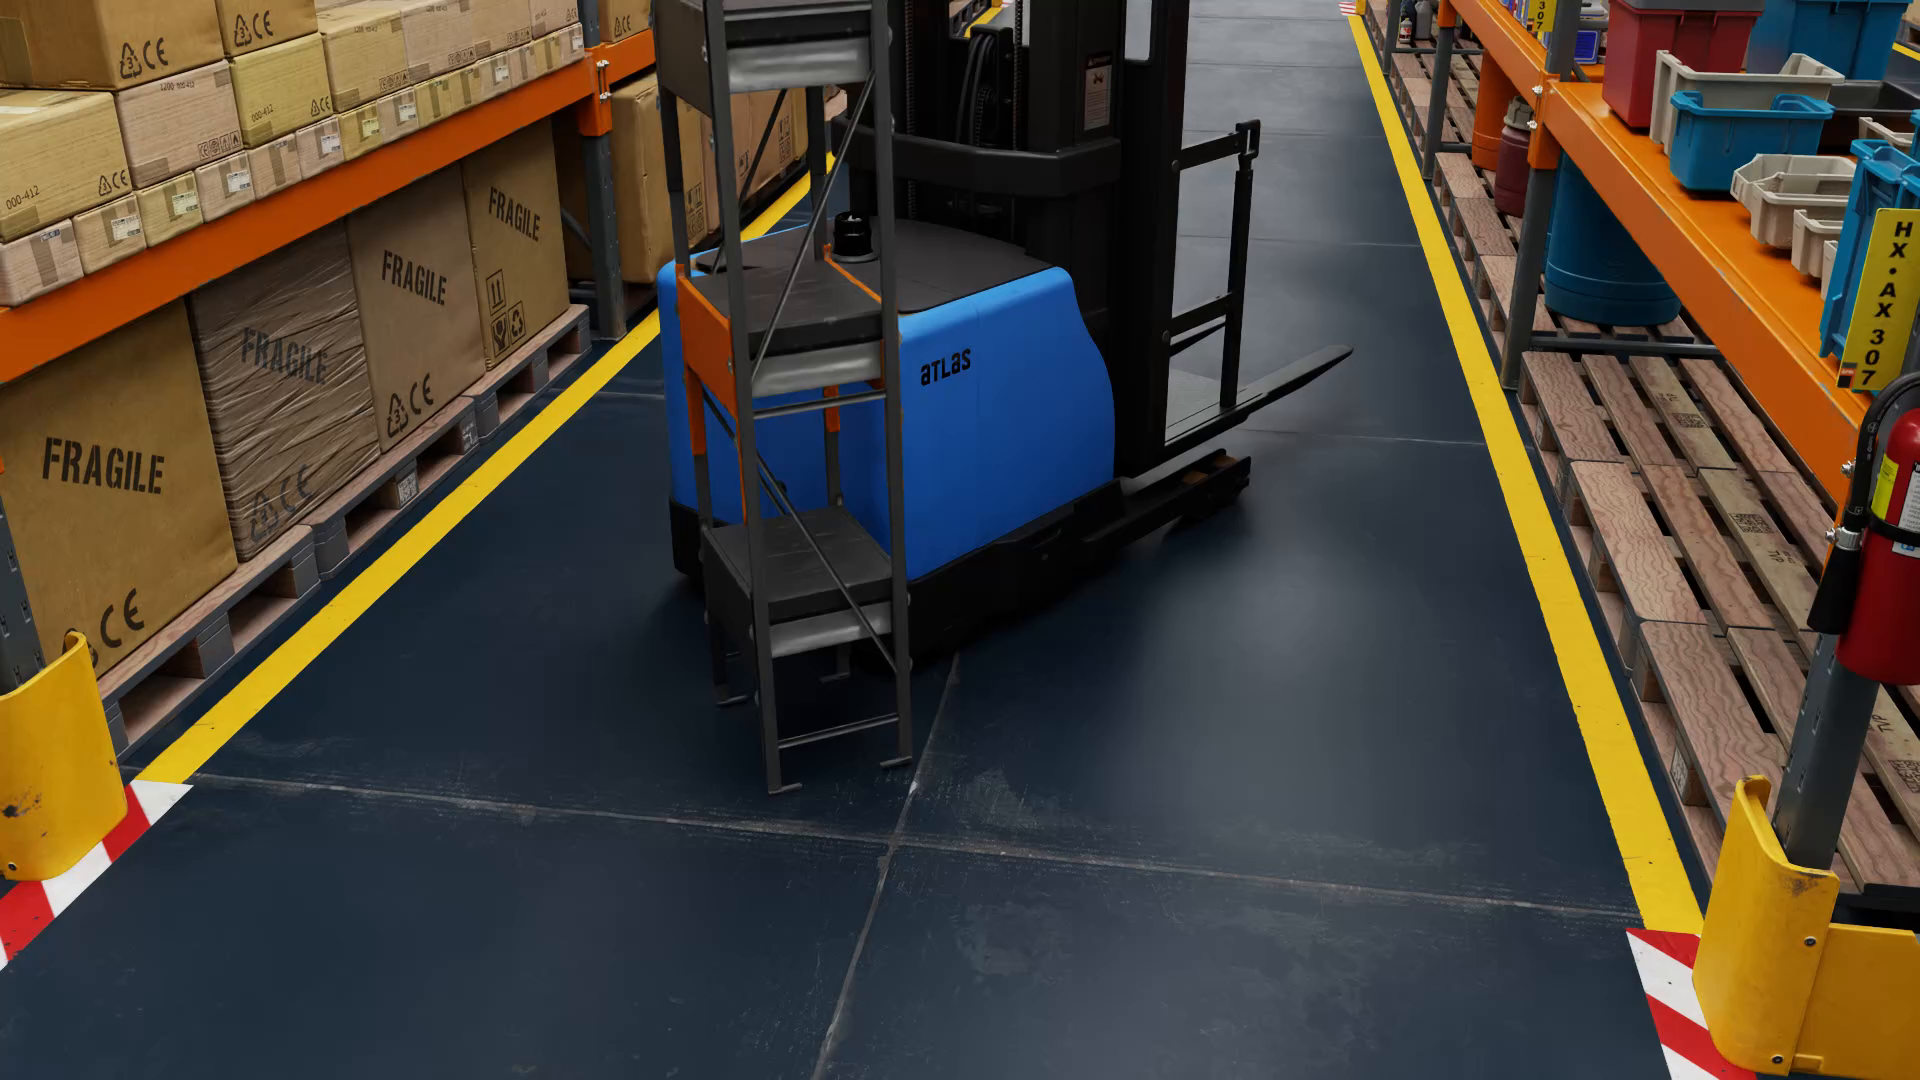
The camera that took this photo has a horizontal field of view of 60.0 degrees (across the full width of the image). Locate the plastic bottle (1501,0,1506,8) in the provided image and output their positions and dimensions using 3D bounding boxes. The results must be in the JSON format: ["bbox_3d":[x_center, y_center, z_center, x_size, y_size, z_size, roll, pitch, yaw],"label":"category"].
[{"bbox_3d":[2.859,-2.863,8.475,0.152,0.276,0.135,4,25,9],"label":"plastic bottle"}]

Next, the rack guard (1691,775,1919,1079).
[{"bbox_3d":[2.177,0.831,3.385,1.175,0.500,0.348,4,25,9],"label":"rack guard"}]

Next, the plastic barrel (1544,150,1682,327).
[{"bbox_3d":[2.927,-1.451,7.292,0.600,0.901,0.708,4,25,9],"label":"plastic barrel"}]

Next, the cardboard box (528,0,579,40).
[{"bbox_3d":[-1.878,-2.192,6.721,0.500,0.250,0.500,4,25,8],"label":"cardboard box"}]

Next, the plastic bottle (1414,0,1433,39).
[{"bbox_3d":[4.092,-4.610,14.666,0.144,0.351,0.185,4,25,9],"label":"plastic bottle"}]

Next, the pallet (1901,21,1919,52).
[{"bbox_3d":[9.383,-4.565,15.253,1.003,0.211,1.213,4,25,9],"label":"pallet"}]

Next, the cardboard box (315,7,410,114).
[{"bbox_3d":[-2.130,-1.550,5.350,0.500,0.250,0.500,4,25,7],"label":"cardboard box"}]

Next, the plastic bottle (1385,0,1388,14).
[{"bbox_3d":[4.179,-5.231,16.086,0.097,0.271,0.097,0,25,0],"label":"plastic bottle"}]

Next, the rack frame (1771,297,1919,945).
[{"bbox_3d":[2.168,-0.312,2.878,1.000,3.000,0.127,4,25,9],"label":"rack frame"}]

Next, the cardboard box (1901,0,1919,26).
[{"bbox_3d":[9.201,-4.977,15.592,0.500,0.250,0.500,4,25,9],"label":"cardboard box"}]

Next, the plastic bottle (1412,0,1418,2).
[{"bbox_3d":[4.170,-4.865,15.291,0.061,0.283,0.133,4,25,9],"label":"plastic bottle"}]

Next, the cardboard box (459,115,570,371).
[{"bbox_3d":[-2.252,-1.286,6.969,0.875,0.875,0.875,4,25,9],"label":"cardboard box"}]

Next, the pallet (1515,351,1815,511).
[{"bbox_3d":[2.740,-0.412,6.381,1.003,0.211,1.213,4,25,9],"label":"pallet"}]

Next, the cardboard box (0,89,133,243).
[{"bbox_3d":[-2.374,-0.904,3.969,0.500,0.250,0.500,3,25,7],"label":"cardboard box"}]

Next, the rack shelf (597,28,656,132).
[{"bbox_3d":[-1.738,-2.839,9.125,1.077,0.370,4.000,4,25,9],"label":"rack shelf"}]

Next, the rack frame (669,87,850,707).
[{"bbox_3d":[-0.524,-0.510,4.345,0.400,2.100,0.015,-11,28,-21],"label":"rack frame"}]

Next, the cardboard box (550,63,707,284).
[{"bbox_3d":[-1.980,-1.825,8.122,1.225,0.875,0.875,4,25,9],"label":"cardboard box"}]

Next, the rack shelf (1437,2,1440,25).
[{"bbox_3d":[3.802,-4.169,11.966,1.077,0.370,4.000,4,25,9],"label":"rack shelf"}]

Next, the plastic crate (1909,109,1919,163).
[{"bbox_3d":[2.797,-1.020,4.518,0.416,0.233,0.300,4,25,9],"label":"plastic crate"}]

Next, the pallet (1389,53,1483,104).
[{"bbox_3d":[4.039,-3.737,13.484,1.003,0.211,1.213,4,25,9],"label":"pallet"}]

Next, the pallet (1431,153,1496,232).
[{"bbox_3d":[3.388,-2.062,9.907,1.003,0.211,1.213,4,25,9],"label":"pallet"}]

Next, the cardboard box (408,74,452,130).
[{"bbox_3d":[-2.001,-1.527,5.770,0.380,0.149,0.250,4,25,8],"label":"cardboard box"}]

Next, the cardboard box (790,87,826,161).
[{"bbox_3d":[-1.544,-2.942,10.508,1.225,0.875,0.875,3,25,6],"label":"cardboard box"}]

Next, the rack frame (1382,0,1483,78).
[{"bbox_3d":[4.129,-5.331,13.601,1.000,3.000,0.127,4,25,9],"label":"rack frame"}]

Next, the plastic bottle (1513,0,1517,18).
[{"bbox_3d":[2.761,-2.650,8.107,0.097,0.201,0.097,0,25,0],"label":"plastic bottle"}]

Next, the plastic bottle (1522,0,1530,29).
[{"bbox_3d":[2.731,-2.536,7.776,0.152,0.276,0.135,4,25,9],"label":"plastic bottle"}]

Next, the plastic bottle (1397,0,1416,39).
[{"bbox_3d":[3.950,-4.620,14.687,0.144,0.351,0.185,3,25,7],"label":"plastic bottle"}]

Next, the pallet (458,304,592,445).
[{"bbox_3d":[-2.266,-0.753,7.109,1.003,0.211,1.213,4,25,9],"label":"pallet"}]

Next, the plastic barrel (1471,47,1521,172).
[{"bbox_3d":[3.412,-2.659,9.958,0.600,0.830,0.708,4,25,9],"label":"plastic barrel"}]

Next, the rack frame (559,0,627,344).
[{"bbox_3d":[-2.065,-2.328,7.186,1.000,3.000,0.127,4,25,9],"label":"rack frame"}]

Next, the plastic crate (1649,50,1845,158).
[{"bbox_3d":[2.390,-1.333,5.128,0.437,0.282,0.530,4,25,9],"label":"plastic crate"}]

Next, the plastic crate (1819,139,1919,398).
[{"bbox_3d":[2.038,-0.508,3.185,0.616,0.435,0.499,4,25,9],"label":"plastic crate"}]

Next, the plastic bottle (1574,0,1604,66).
[{"bbox_3d":[2.567,-2.116,6.879,0.152,0.276,0.135,4,25,9],"label":"plastic bottle"}]

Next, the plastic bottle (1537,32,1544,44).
[{"bbox_3d":[2.649,-2.370,7.333,0.144,0.351,0.185,4,25,9],"label":"plastic bottle"}]

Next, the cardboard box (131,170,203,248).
[{"bbox_3d":[-2.253,-0.882,4.391,0.380,0.149,0.250,3,25,7],"label":"cardboard box"}]

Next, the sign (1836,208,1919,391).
[{"bbox_3d":[1.622,-0.417,2.911,0.100,0.325,0.005,4,25,9],"label":"sign"}]

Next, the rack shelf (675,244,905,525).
[{"bbox_3d":[-0.427,-0.401,4.148,0.431,0.518,0.480,-11,28,-21],"label":"rack shelf"}]

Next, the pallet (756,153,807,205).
[{"bbox_3d":[-1.614,-2.414,10.658,1.003,0.211,1.213,4,25,9],"label":"pallet"}]

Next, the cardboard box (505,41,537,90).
[{"bbox_3d":[-1.875,-1.849,6.459,0.380,0.149,0.250,4,25,8],"label":"cardboard box"}]

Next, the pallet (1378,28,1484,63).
[{"bbox_3d":[4.280,-4.346,14.786,1.003,0.211,1.213,4,25,9],"label":"pallet"}]

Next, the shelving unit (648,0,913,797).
[{"bbox_3d":[-0.427,-0.413,4.142,0.431,2.100,0.503,-11,28,-21],"label":"shelving unit"}]

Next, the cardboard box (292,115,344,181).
[{"bbox_3d":[-2.127,-1.205,5.082,0.380,0.149,0.250,4,25,8],"label":"cardboard box"}]

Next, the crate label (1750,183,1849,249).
[{"bbox_3d":[2.205,-0.812,4.186,0.396,0.136,0.243,4,25,9],"label":"crate label"}]

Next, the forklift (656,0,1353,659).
[{"bbox_3d":[0.406,-1.529,5.560,1.130,2.935,3.031,20,32,36],"label":"forklift"}]

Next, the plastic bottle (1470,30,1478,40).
[{"bbox_3d":[4.534,-4.547,14.611,0.061,0.283,0.133,4,25,9],"label":"plastic bottle"}]

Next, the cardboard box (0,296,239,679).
[{"bbox_3d":[-2.693,-0.156,4.557,0.875,0.875,0.875,4,25,9],"label":"cardboard box"}]

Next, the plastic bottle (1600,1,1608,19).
[{"bbox_3d":[2.753,-2.234,7.219,0.097,0.201,0.097,0,25,0],"label":"plastic bottle"}]
